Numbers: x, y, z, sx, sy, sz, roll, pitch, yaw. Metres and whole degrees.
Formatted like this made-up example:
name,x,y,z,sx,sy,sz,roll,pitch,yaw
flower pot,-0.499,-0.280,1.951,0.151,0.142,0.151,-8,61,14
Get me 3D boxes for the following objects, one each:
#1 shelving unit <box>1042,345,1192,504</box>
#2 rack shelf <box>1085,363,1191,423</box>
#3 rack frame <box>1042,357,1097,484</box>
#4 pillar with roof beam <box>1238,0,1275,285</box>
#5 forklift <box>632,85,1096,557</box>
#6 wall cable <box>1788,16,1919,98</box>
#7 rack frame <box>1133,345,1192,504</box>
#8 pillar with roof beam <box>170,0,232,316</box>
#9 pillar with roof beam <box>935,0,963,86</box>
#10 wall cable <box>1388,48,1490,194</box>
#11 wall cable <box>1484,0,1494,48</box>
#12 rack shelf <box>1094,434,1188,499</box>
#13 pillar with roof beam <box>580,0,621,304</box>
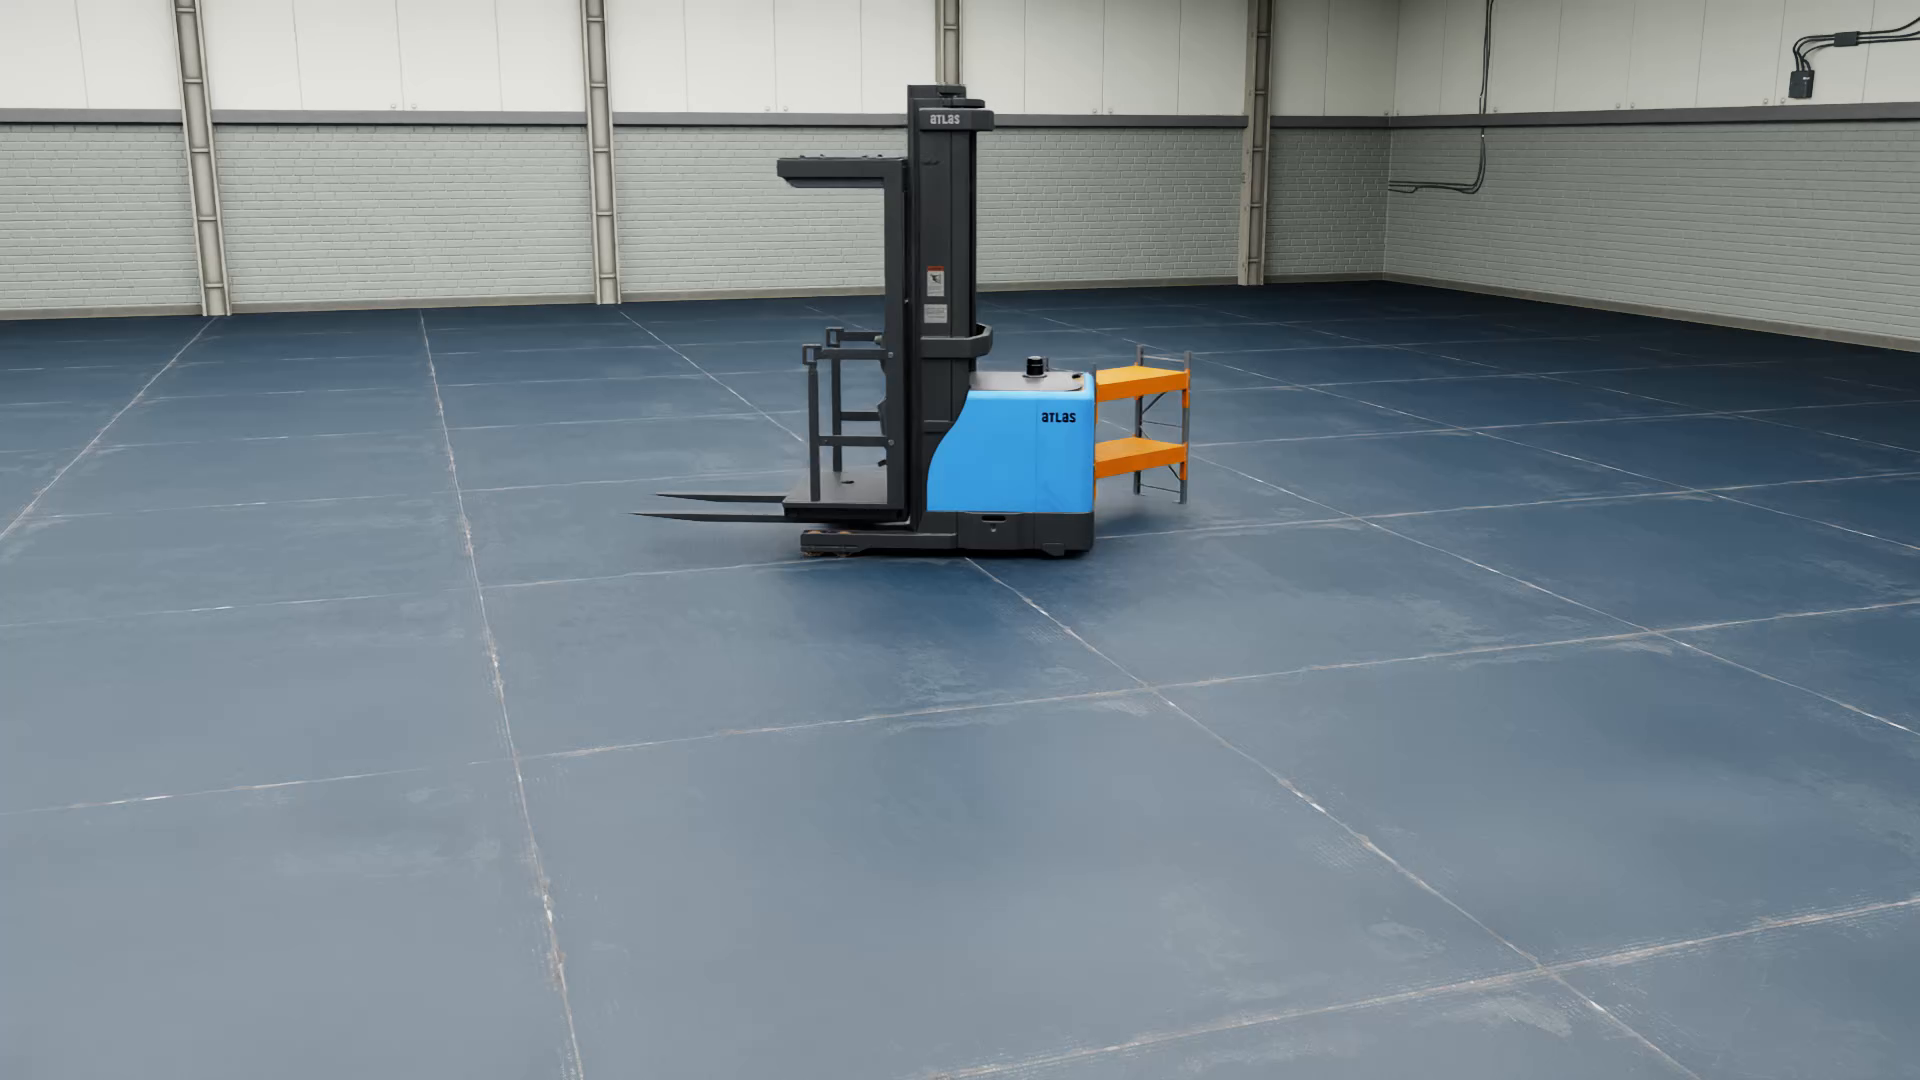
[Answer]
name,x,y,z,sx,sy,sz,roll,pitch,yaw
shelving unit,1.124,-0.780,11.990,1.048,1.125,0.538,-12,18,-42
rack shelf,1.124,-1.064,11.922,1.000,0.278,0.538,-12,18,-42
rack frame,0.752,-0.699,11.652,0.032,1.125,0.500,-12,18,-42
pillar with roof beam,6.870,-8.273,26.478,0.400,9.000,9.100,-4,14,-18
forklift,-0.624,-1.436,10.847,3.031,2.935,1.130,1,13,4
wall cable,11.724,-8.716,20.991,0.169,6.003,2.305,-4,14,-18
rack frame,1.496,-0.860,12.327,0.032,1.125,0.500,-12,18,-42
pillar with roof beam,-10.190,-6.945,20.893,0.400,9.000,9.100,-4,14,-18
pillar with roof beam,1.183,-7.830,24.617,0.400,9.000,9.100,-4,14,-18
wall cable,8.711,-7.634,30.502,0.112,2.526,3.097,-4,14,-18
wall cable,9.574,-9.498,27.423,0.112,2.526,3.097,-4,14,-18
rack shelf,1.124,-0.542,12.046,1.000,0.278,0.538,-12,18,-42
pillar with roof beam,-4.503,-7.388,22.755,0.400,9.000,9.100,-4,14,-18
